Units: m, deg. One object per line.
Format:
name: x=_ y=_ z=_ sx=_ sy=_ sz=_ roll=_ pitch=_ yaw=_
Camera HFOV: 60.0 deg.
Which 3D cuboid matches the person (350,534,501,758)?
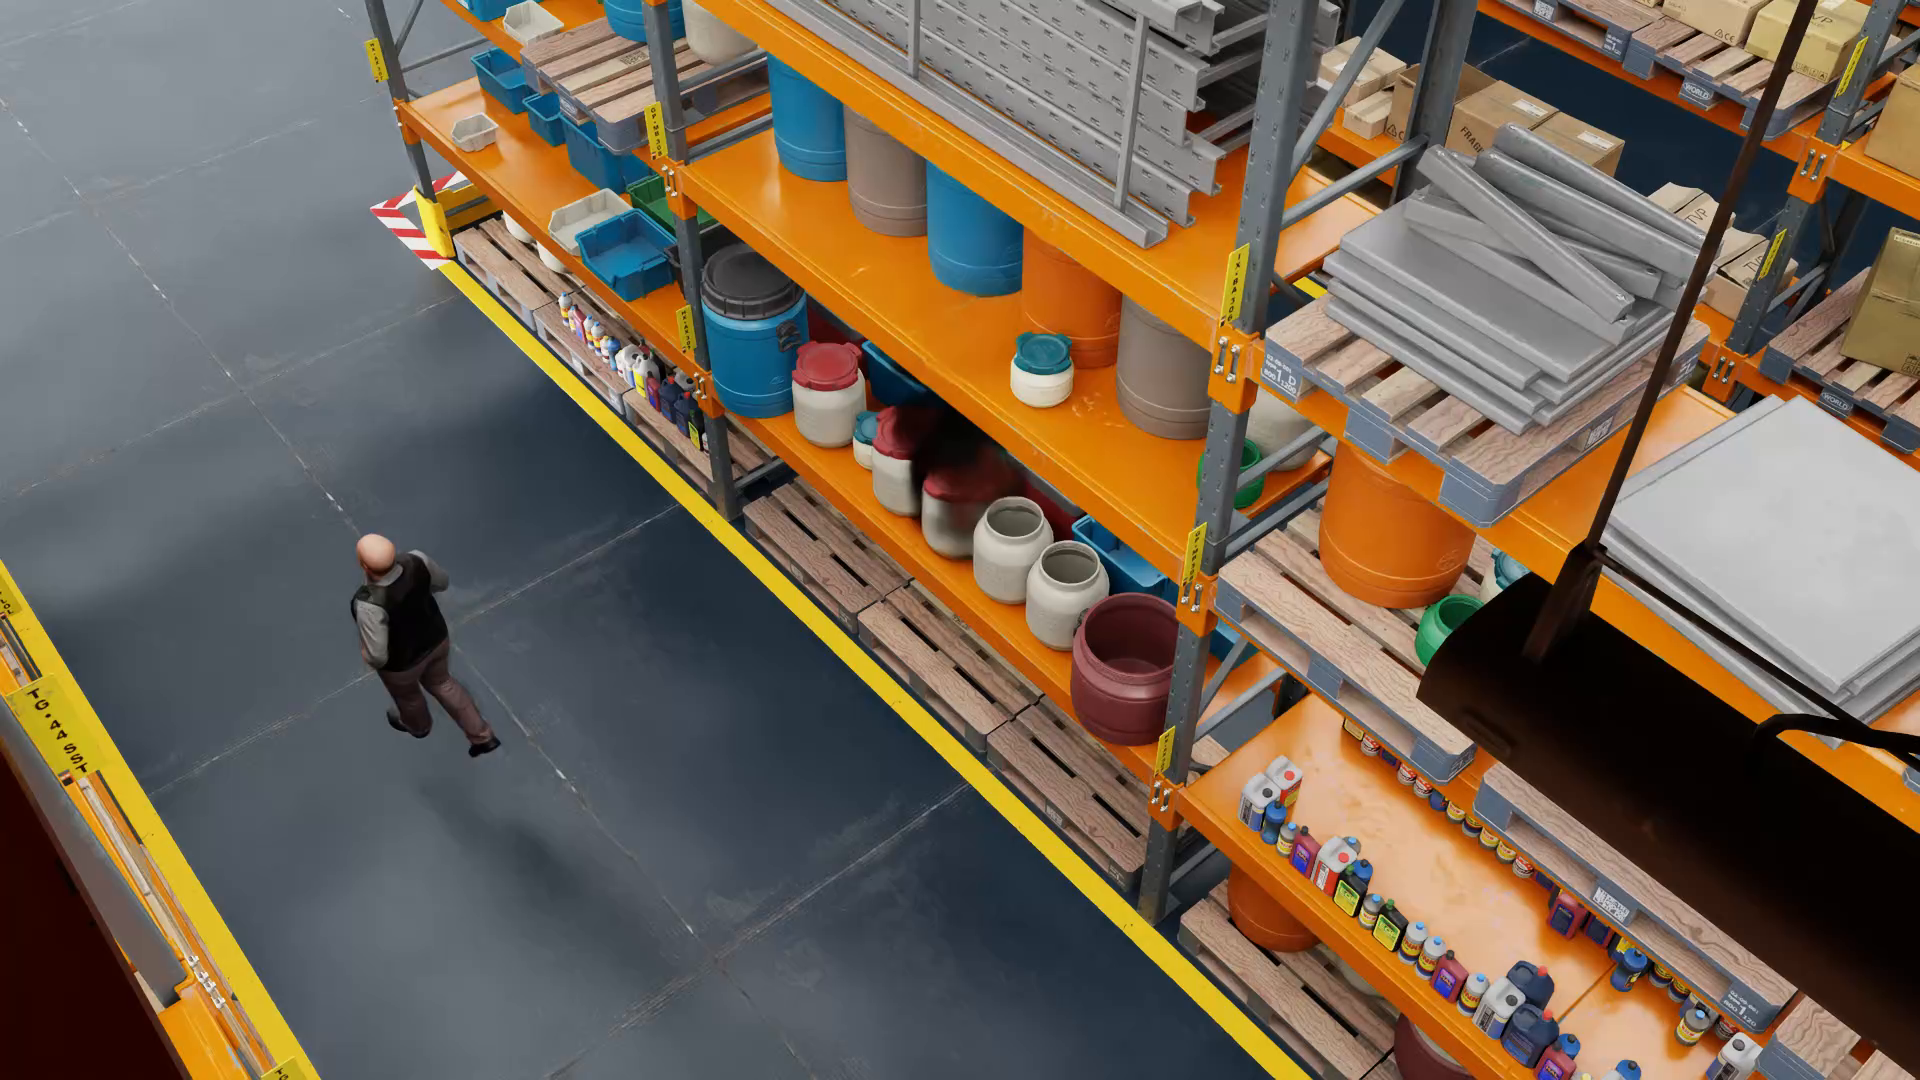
person: x=-2.940 y=0.575 z=8.850 sx=0.812 sy=1.732 sz=0.670 roll=24 pitch=51 yaw=21
